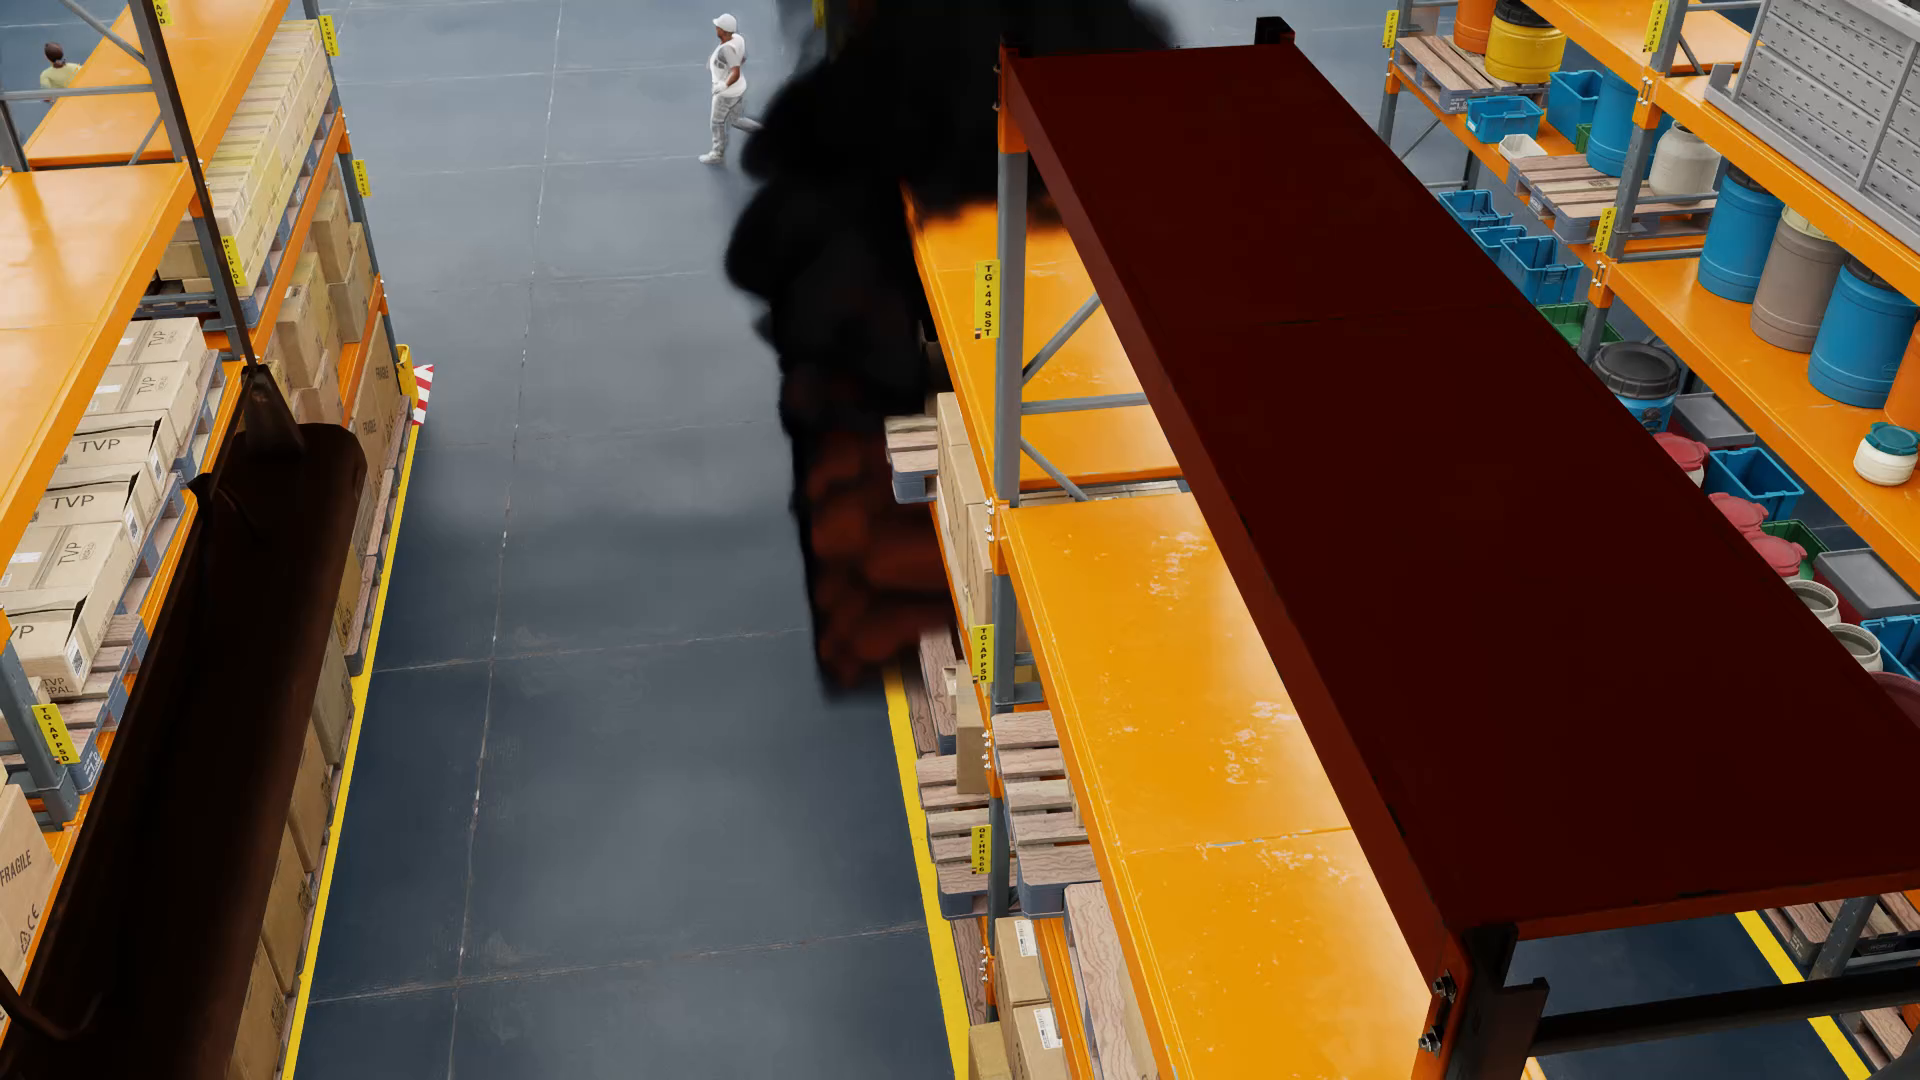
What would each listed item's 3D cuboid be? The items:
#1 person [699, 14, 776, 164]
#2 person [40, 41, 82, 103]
[{"bbox_3d":[-2.597,-5.091,18.874,0.940,1.768,0.682,8,37,11],"label":"person"},{"bbox_3d":[-9.900,-4.751,18.539,0.538,1.637,0.565,24,43,29],"label":"person"}]
